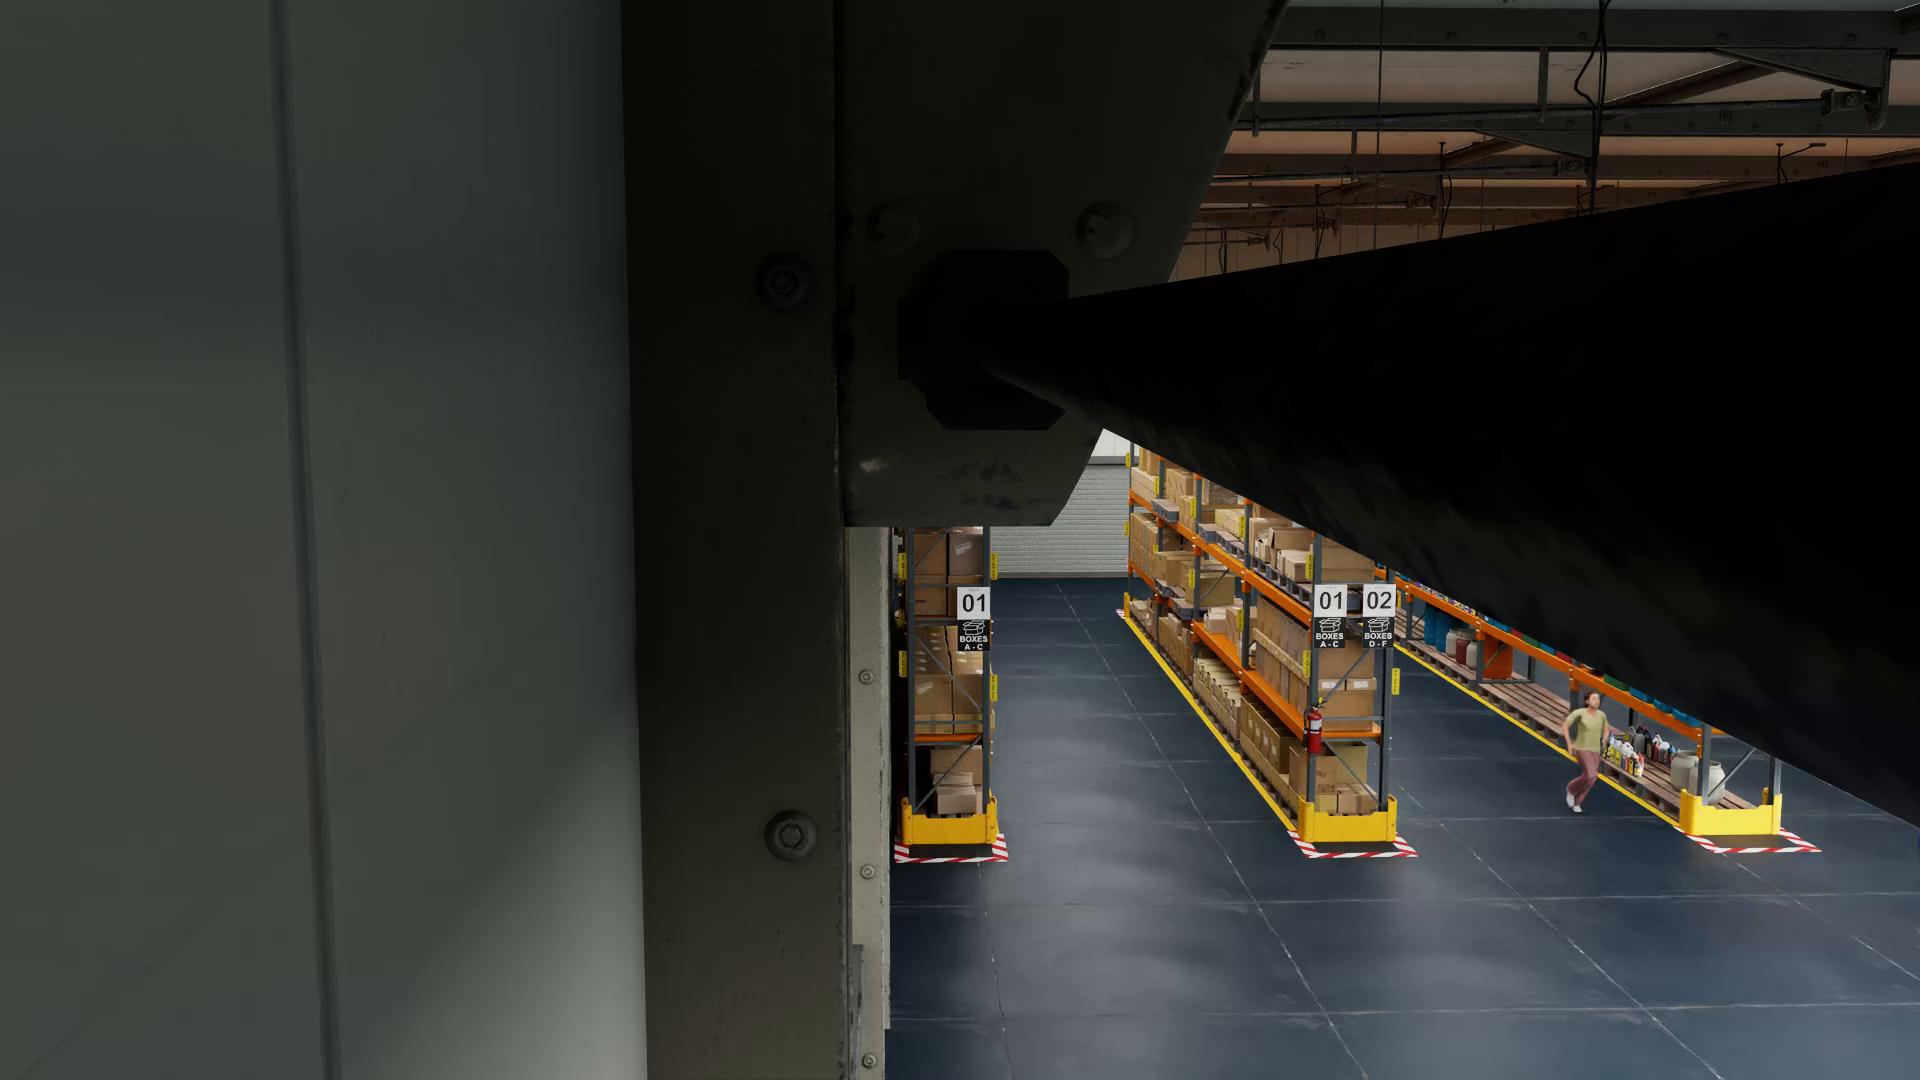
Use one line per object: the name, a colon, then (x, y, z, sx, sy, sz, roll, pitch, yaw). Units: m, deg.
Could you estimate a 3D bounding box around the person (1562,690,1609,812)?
person: (8.225, 2.761, 21.665, 0.571, 1.609, 0.543, -1, 7, -11)
